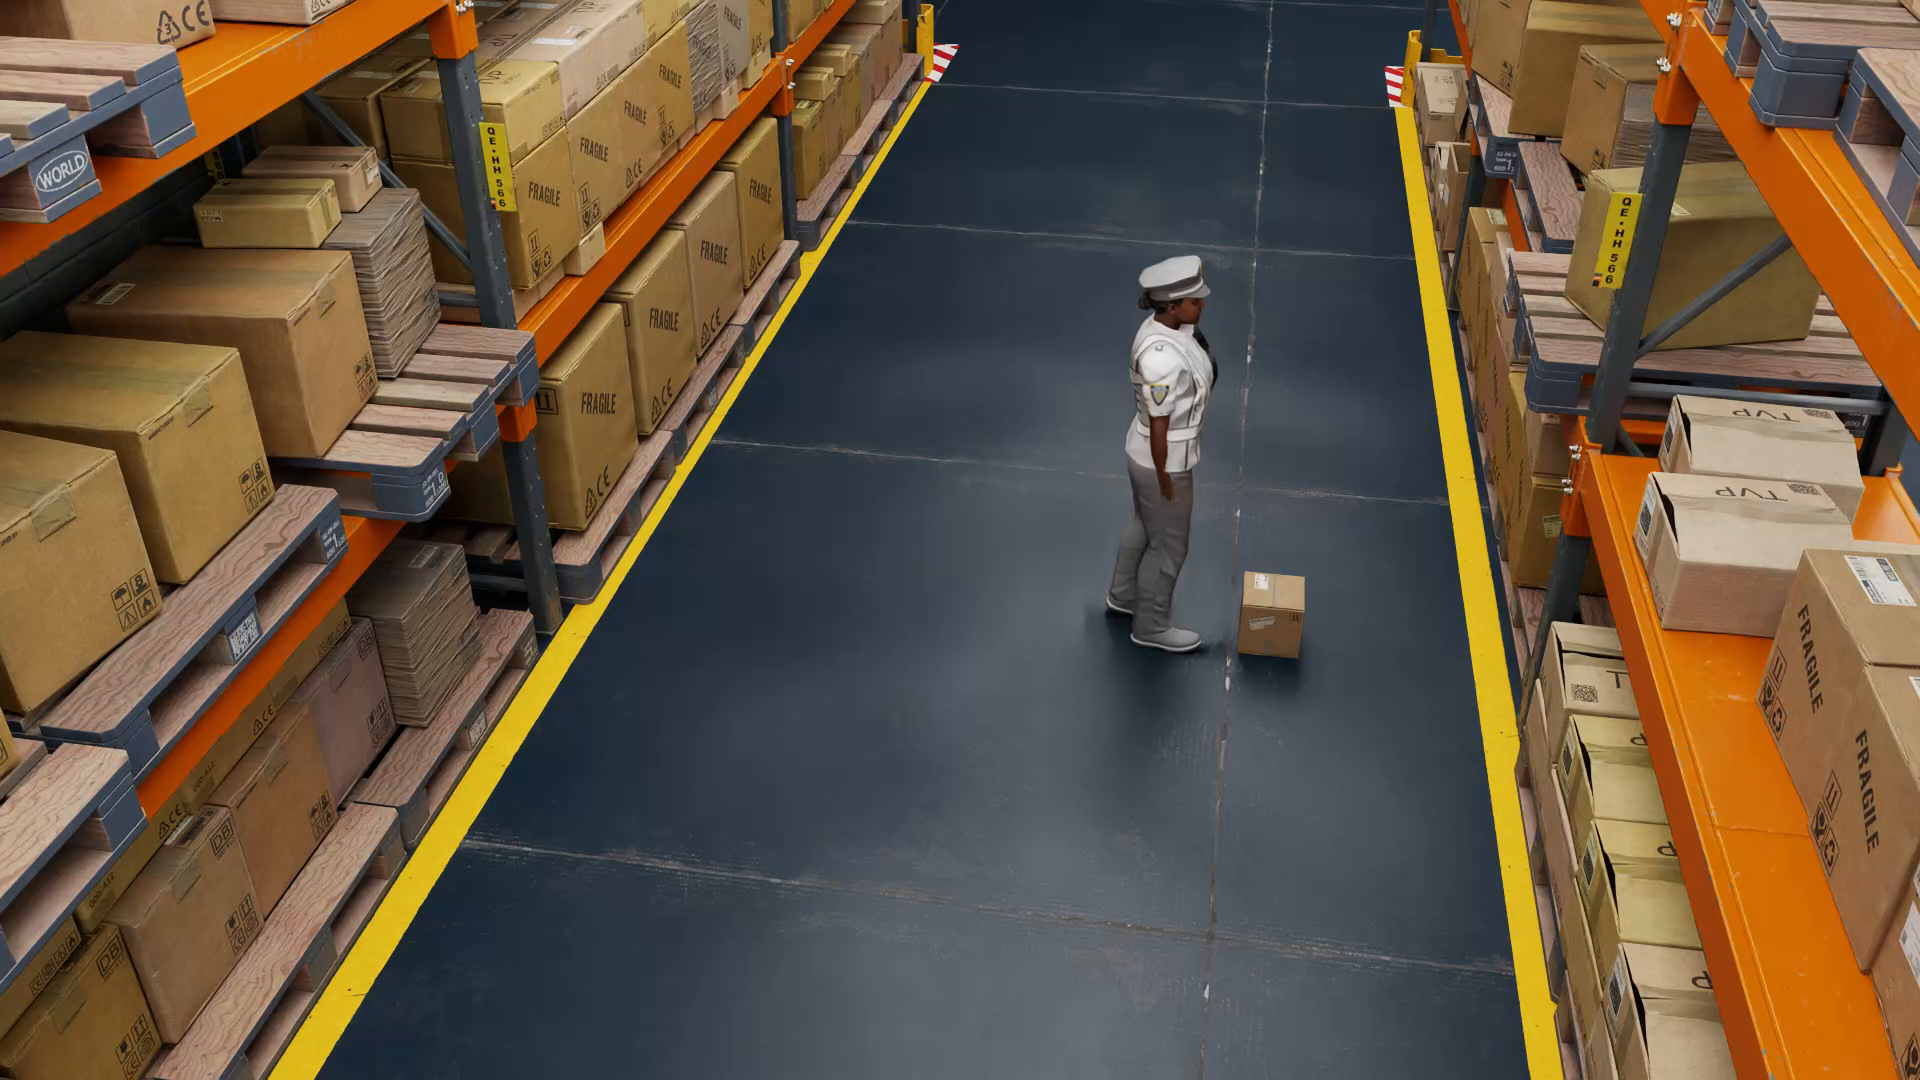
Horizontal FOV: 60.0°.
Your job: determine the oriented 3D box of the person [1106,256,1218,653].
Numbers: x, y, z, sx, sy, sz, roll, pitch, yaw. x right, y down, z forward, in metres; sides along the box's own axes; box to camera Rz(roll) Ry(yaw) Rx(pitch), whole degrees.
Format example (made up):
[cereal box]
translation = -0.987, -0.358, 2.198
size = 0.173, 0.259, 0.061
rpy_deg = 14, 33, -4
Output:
[person]
translation = 0.827, -0.323, 6.651
size = 0.416, 1.713, 0.441
rpy_deg = 6, 33, 9
